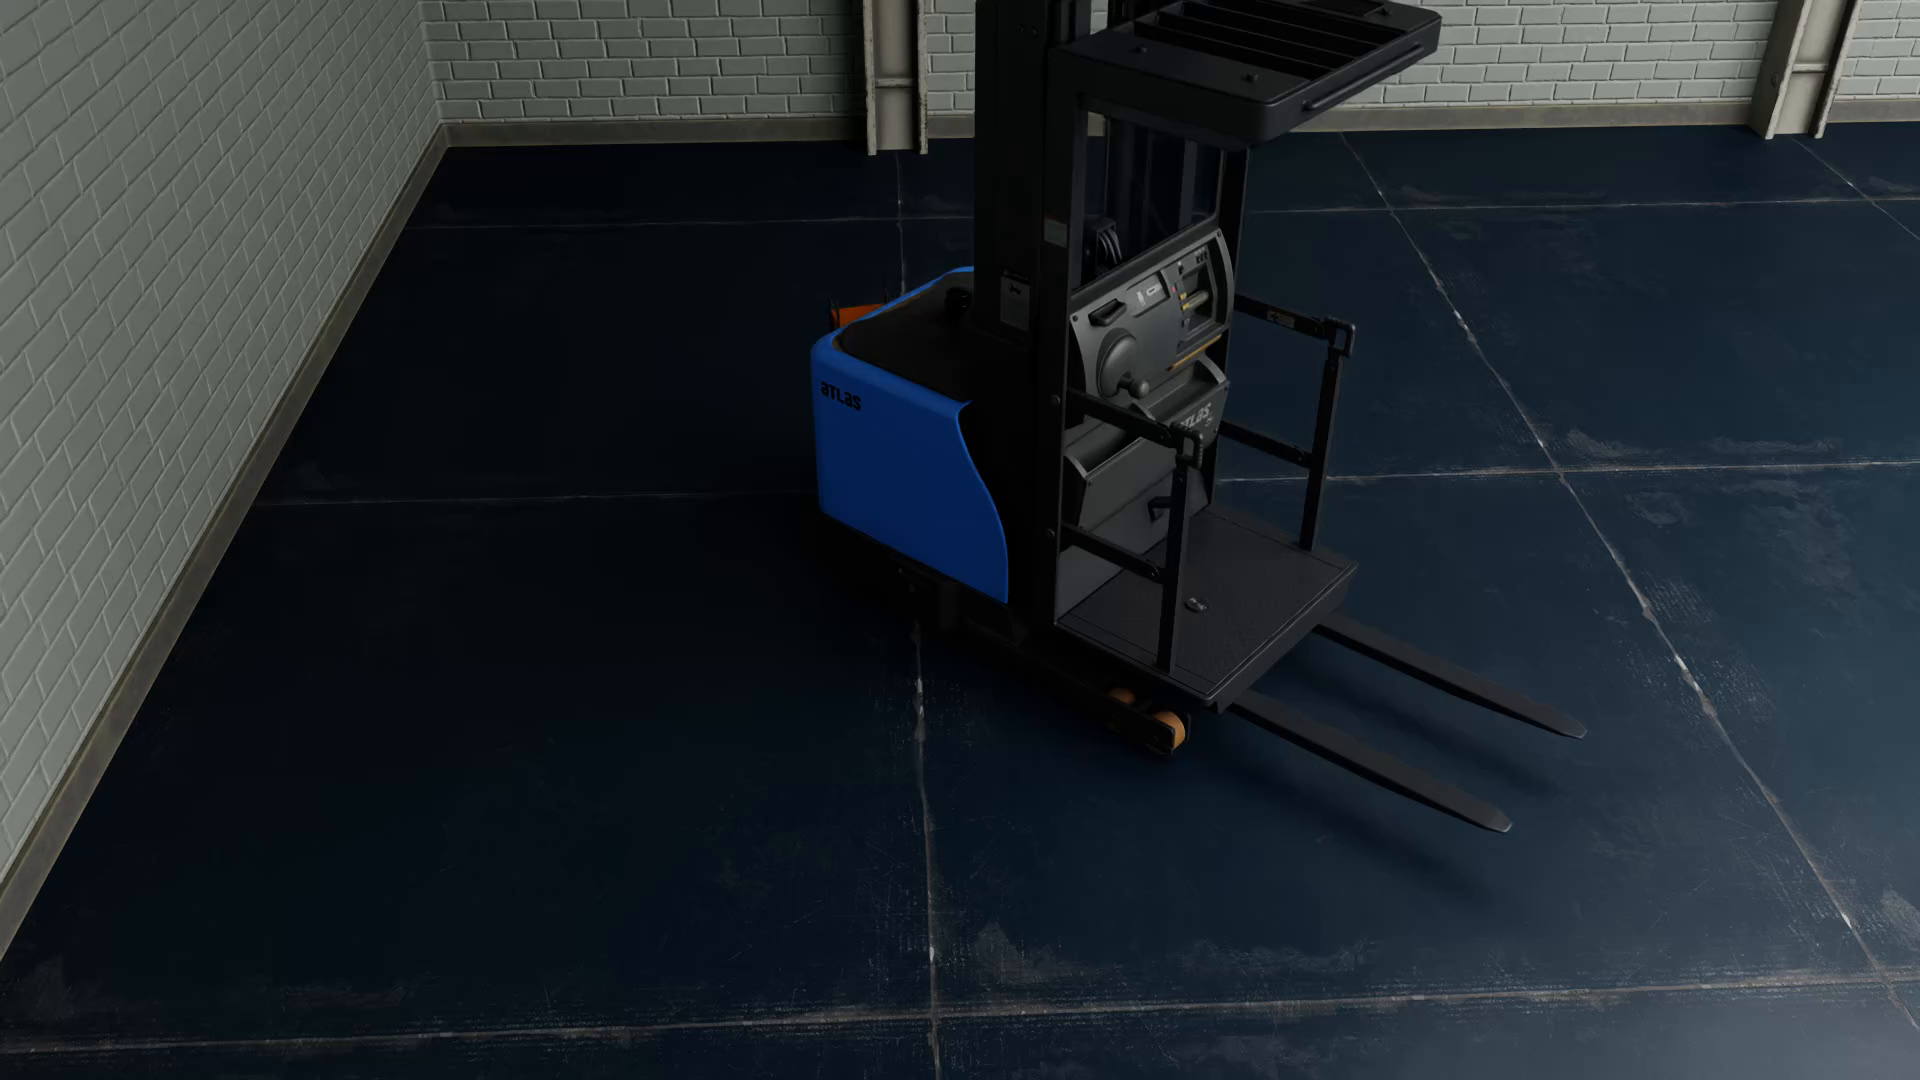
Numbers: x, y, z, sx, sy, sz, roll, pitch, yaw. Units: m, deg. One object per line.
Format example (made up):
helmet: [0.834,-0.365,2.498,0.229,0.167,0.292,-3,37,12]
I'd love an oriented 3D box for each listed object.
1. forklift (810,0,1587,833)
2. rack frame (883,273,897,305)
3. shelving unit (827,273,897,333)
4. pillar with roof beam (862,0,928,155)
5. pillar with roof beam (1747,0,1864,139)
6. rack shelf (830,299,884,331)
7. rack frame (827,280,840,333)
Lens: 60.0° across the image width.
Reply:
forklift: [0.850,-0.759,5.772,3.031,2.935,1.130,26,42,32]
rack frame: [-0.294,-0.644,7.259,0.008,1.050,0.200,-10,36,-13]
shelving unit: [-0.411,-0.625,7.230,0.252,1.050,0.215,-10,36,-13]
pillar with roof beam: [-0.214,-3.869,4.932,0.400,9.000,9.100,-2,35,-2]
pillar with roof beam: [5.780,-4.030,5.166,0.400,9.000,9.100,-2,35,-2]
rack shelf: [-0.411,-0.849,7.075,0.240,0.259,0.215,-10,36,-13]
rack frame: [-0.528,-0.605,7.202,0.008,1.050,0.200,-10,36,-13]
